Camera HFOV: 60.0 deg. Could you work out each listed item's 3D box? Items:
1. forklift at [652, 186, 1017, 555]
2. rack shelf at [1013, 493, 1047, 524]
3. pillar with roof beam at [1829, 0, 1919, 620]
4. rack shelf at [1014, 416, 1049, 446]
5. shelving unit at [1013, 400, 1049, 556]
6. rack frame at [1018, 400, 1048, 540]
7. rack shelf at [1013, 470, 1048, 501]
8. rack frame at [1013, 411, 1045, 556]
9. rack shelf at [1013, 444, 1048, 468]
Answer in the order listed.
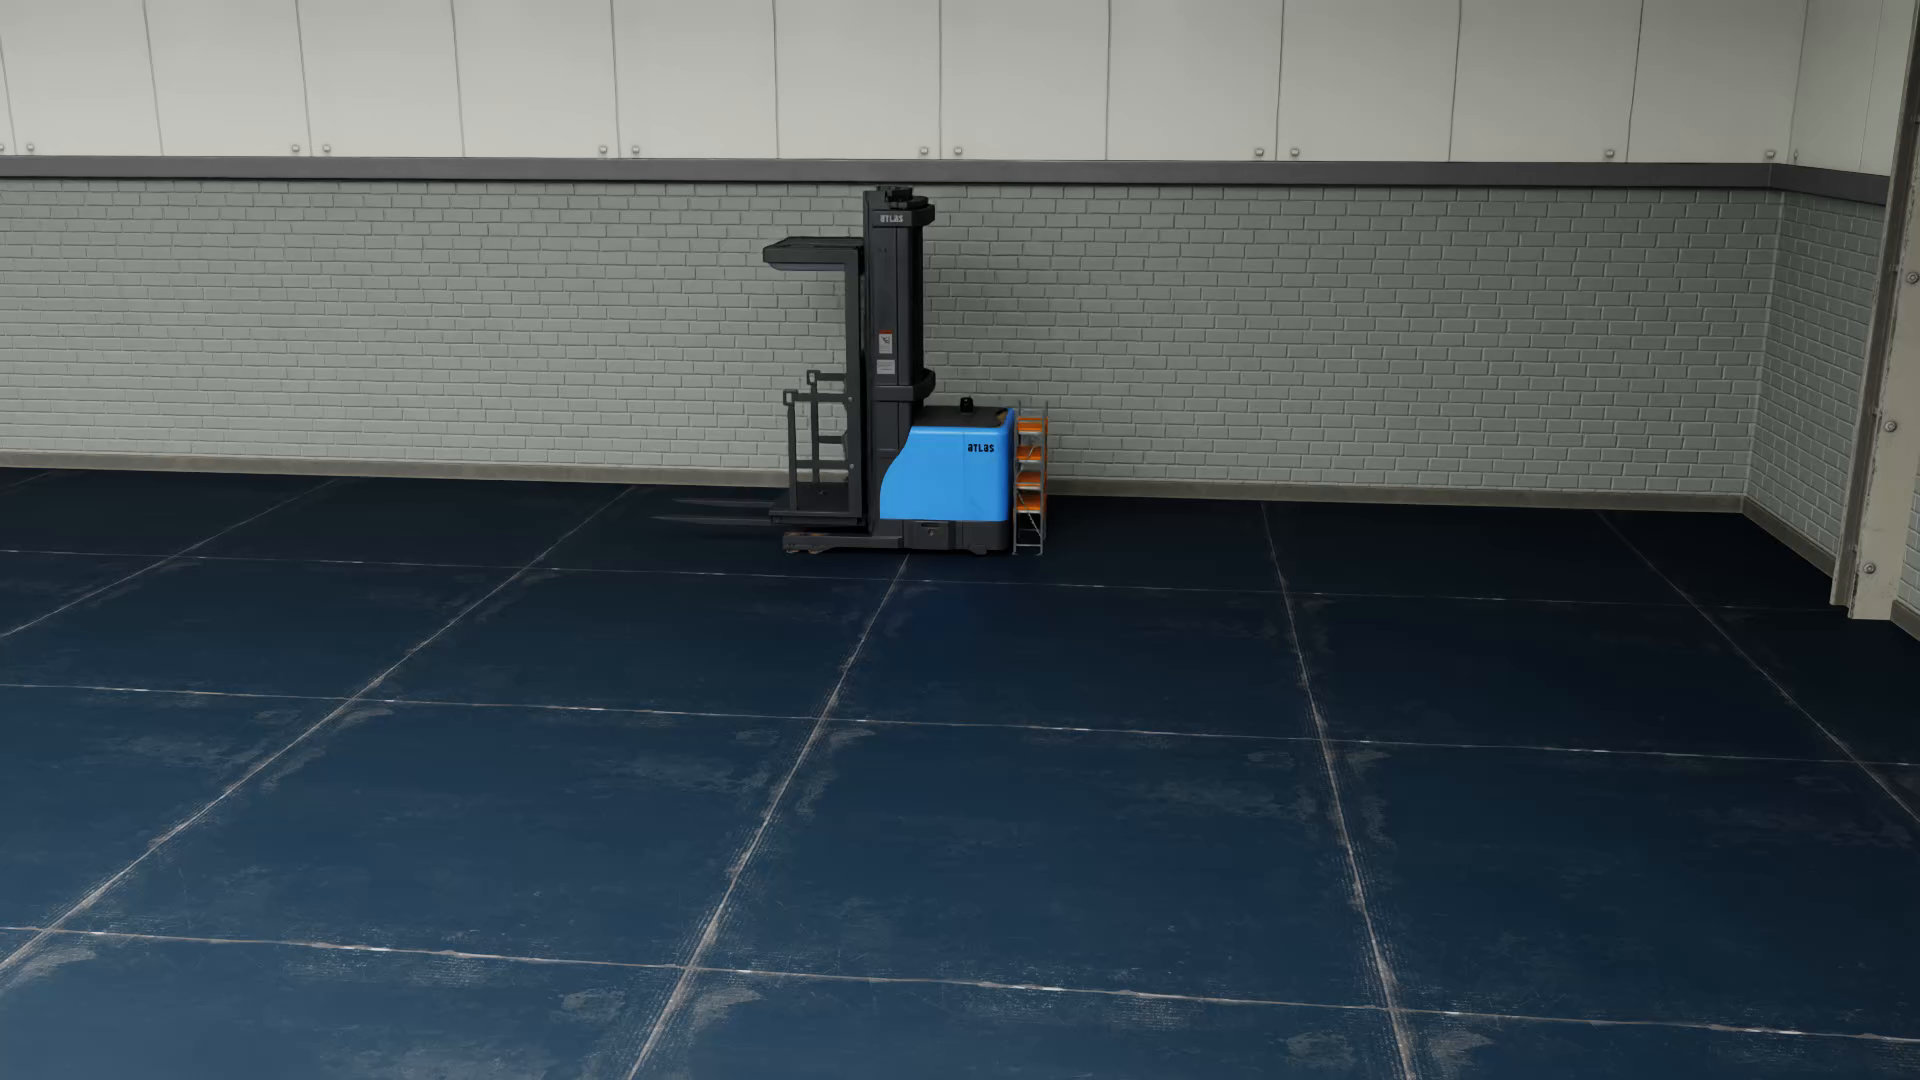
[{"bbox_3d":[-1.054,-1.435,13.855,3.031,2.935,1.130,2,15,6],"label":"forklift"},{"bbox_3d":[0.586,-0.264,13.856,0.258,0.148,0.480,2,15,6],"label":"rack shelf"},{"bbox_3d":[2.352,-3.948,11.523,9.100,9.000,0.400,2,15,6],"label":"pillar with roof beam"},{"bbox_3d":[0.587,-0.899,13.684,0.258,0.148,0.480,2,15,6],"label":"rack shelf"},{"bbox_3d":[0.587,-0.520,13.786,0.258,1.200,0.503,2,15,6],"label":"shelving unit"},{"bbox_3d":[0.612,-0.584,14.021,0.240,1.200,0.015,2,15,6],"label":"rack frame"},{"bbox_3d":[0.587,-0.455,13.804,0.258,0.148,0.480,2,15,6],"label":"rack shelf"},{"bbox_3d":[0.562,-0.457,13.552,0.240,1.200,0.015,2,15,6],"label":"rack frame"},{"bbox_3d":[0.587,-0.671,13.746,0.258,0.148,0.480,2,15,6],"label":"rack shelf"}]
